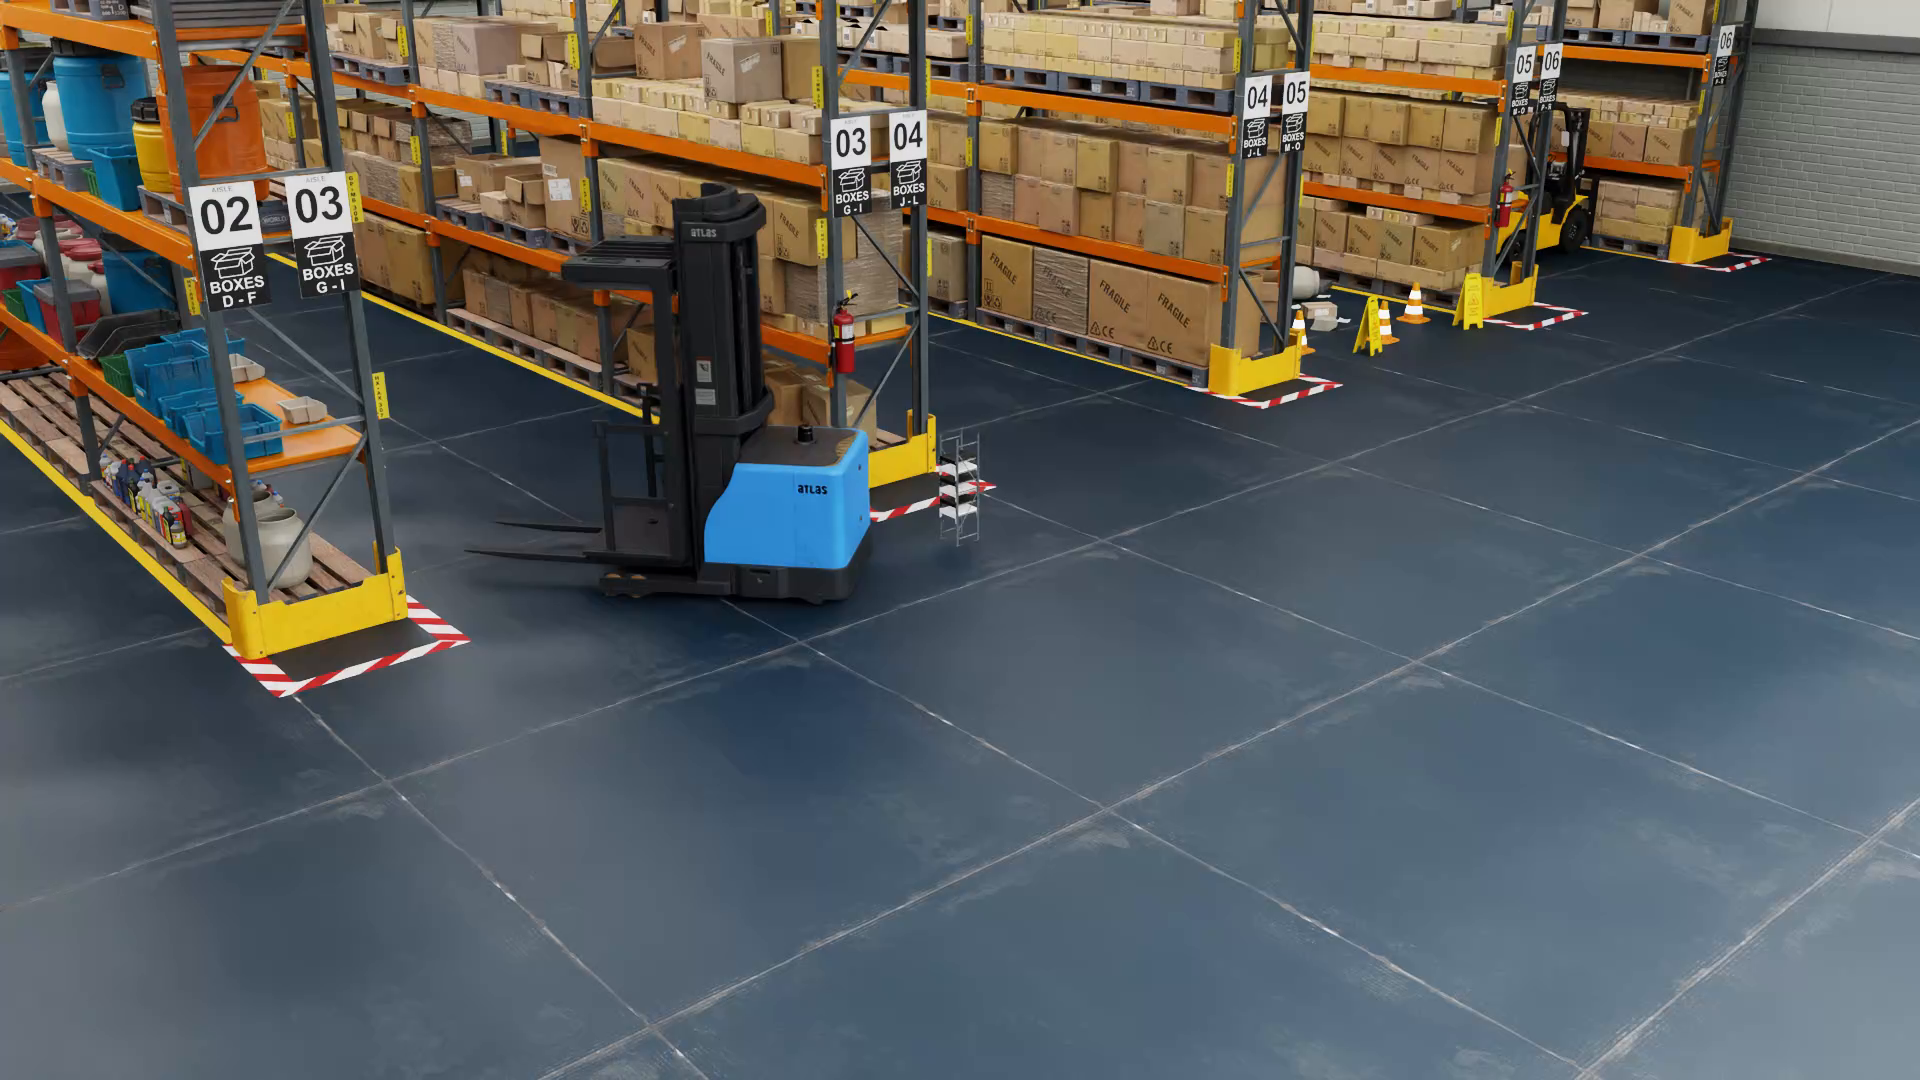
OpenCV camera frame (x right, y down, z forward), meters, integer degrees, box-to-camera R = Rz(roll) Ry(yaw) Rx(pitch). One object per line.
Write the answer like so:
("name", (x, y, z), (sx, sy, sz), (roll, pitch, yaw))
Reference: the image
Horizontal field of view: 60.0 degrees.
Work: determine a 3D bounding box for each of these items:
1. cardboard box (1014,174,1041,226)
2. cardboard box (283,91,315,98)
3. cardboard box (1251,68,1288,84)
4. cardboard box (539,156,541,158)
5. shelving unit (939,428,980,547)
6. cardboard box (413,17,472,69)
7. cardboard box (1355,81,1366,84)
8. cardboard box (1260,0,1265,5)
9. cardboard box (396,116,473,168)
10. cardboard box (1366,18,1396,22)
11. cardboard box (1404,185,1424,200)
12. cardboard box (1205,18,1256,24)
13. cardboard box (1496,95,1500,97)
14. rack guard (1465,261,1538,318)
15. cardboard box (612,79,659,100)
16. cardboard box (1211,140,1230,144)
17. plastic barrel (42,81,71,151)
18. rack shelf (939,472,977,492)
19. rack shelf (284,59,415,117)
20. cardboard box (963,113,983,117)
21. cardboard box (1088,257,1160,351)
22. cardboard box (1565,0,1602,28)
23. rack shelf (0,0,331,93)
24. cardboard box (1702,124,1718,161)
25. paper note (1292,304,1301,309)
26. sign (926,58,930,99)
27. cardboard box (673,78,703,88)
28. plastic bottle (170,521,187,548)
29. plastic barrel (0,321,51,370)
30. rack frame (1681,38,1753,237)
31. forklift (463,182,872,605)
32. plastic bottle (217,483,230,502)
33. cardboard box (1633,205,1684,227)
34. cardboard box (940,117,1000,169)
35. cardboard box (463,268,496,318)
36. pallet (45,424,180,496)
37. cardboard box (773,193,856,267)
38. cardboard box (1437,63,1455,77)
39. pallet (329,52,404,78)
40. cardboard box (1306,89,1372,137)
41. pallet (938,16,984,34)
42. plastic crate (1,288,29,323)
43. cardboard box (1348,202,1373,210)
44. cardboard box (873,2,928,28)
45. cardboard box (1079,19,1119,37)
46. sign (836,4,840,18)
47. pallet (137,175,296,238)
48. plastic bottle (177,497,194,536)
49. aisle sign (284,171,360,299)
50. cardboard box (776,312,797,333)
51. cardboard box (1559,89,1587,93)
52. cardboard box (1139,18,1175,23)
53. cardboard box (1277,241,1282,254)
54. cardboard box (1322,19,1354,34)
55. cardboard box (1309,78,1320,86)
("cardboard box", (1.140, -4.003, 19.386), (0.875, 0.550, 0.550), (-17, 27, -37))
("cardboard box", (-9.309, -6.128, 23.787), (0.500, 0.500, 0.500), (-19, 28, -39))
("cardboard box", (3.144, -4.767, 17.060), (0.380, 0.149, 0.250), (-17, 27, -37))
("cardboard box", (-7.234, -6.414, 28.264), (0.380, 0.149, 0.250), (-19, 28, -40))
("shelving unit", (-0.005, -0.421, 13.326), (0.258, 0.900, 0.210), (-17, 27, -37))
("cardboard box", (-5.809, -5.616, 18.775), (0.500, 0.500, 0.500), (-17, 27, -37))
("cardboard box", (6.727, -7.560, 27.648), (0.380, 0.149, 0.250), (-16, 27, -36))
("cardboard box", (5.287, -9.343, 28.772), (0.380, 0.149, 0.250), (-17, 27, -37))
("cardboard box", (-6.386, -4.851, 20.244), (0.797, 0.503, 0.637), (-16, 27, -36))
("cardboard box", (5.468, -6.658, 21.509), (0.380, 0.149, 0.250), (-17, 27, -37))
("cardboard box", (5.811, -4.399, 20.947), (0.380, 0.149, 0.250), (-17, 27, -37))
("cardboard box", (3.707, -7.035, 22.848), (0.500, 0.250, 0.500), (-18, 28, -38))
("cardboard box", (8.352, -6.777, 25.240), (0.380, 0.149, 0.250), (-18, 28, -38))
("rack guard", (6.759, -3.137, 20.809), (1.175, 0.500, 0.348), (-17, 27, -37))
("cardboard box", (-3.105, -4.318, 15.942), (0.380, 0.149, 0.250), (-19, 28, -40))
("cardboard box", (3.653, -5.540, 23.285), (0.380, 0.149, 0.250), (-17, 27, -37))
("plastic barrel", (-6.930, -3.326, 13.020), (0.421, 0.512, 0.421), (0, 21, 0))
("rack shelf", (-0.005, -0.474, 13.305), (0.258, 0.077, 0.200), (-17, 27, -37))
("rack shelf", (-7.226, -5.746, 20.914), (1.077, 0.370, 4.000), (-17, 27, -37))
("cardboard box", (0.398, -6.779, 26.884), (0.500, 0.250, 0.500), (-18, 28, -38))
("cardboard box", (2.056, -2.694, 18.588), (0.875, 0.875, 0.875), (-18, 28, -38))
("cardboard box", (9.148, -7.692, 24.041), (0.797, 0.503, 0.637), (-16, 27, -36))
("rack shelf", (-5.756, -3.567, 11.786), (1.077, 0.370, 4.000), (-17, 27, -37))
("cardboard box", (10.454, -5.712, 23.819), (0.500, 0.500, 0.500), (-16, 27, -36))
("paper note", (4.243, -2.950, 20.990), (0.148, 0.019, 0.142), (-8, 23, -19))
("sign", (-0.288, -3.854, 13.899), (0.100, 0.325, 0.005), (-17, 27, -37))
("cardboard box", (-2.544, -4.373, 16.083), (0.380, 0.149, 0.250), (-19, 28, -40))
("plastic bottle", (-5.982, -0.047, 12.725), (0.097, 0.201, 0.097), (0, 21, 0))
("plastic barrel", (-10.005, -2.268, 17.563), (0.600, 0.830, 0.708), (-17, 27, -37))
("rack frame", (10.567, -5.463, 23.319), (1.000, 3.000, 0.127), (-17, 27, -37))
("forklift", (-2.247, -1.122, 12.329), (3.031, 2.935, 1.130), (3, 22, 8))
("plastic bottle", (-6.064, -0.464, 13.678), (0.061, 0.283, 0.133), (-17, 27, -37))
("cardboard box", (10.012, -4.671, 23.806), (0.500, 0.250, 0.500), (-18, 28, -38))
("cardboard box", (0.185, -4.827, 20.187), (0.700, 0.500, 0.500), (-18, 28, -38))
("cardboard box", (-5.468, -2.992, 19.834), (0.700, 0.500, 0.500), (-19, 28, -40))
("pallet", (-7.604, -0.757, 15.126), (1.003, 0.211, 1.213), (-17, 27, -37))
("cardboard box", (-1.245, -2.665, 14.259), (0.500, 0.500, 0.500), (-17, 27, -37))
("cardboard box", (6.029, -5.734, 20.243), (0.380, 0.149, 0.250), (-16, 27, -36))
("pallet", (-7.113, -5.914, 20.615), (1.003, 0.211, 1.213), (-16, 26, -35))
("cardboard box", (4.945, -5.571, 21.679), (0.700, 0.500, 0.500), (-18, 28, -39))
("pallet", (0.394, -8.273, 26.639), (1.003, 0.211, 1.213), (-16, 26, -35))
("plastic crate", (-8.412, -2.162, 15.183), (0.450, 0.188, 0.662), (-17, 27, -37))
("cardboard box", (5.455, -4.269, 22.438), (0.500, 0.500, 0.500), (-16, 26, -35))
("cardboard box", (-0.750, -6.556, 21.146), (0.500, 0.500, 0.500), (-17, 27, -37))
("cardboard box", (1.487, -5.470, 17.763), (0.380, 0.149, 0.250), (-18, 27, -38))
("sign", (-1.671, -7.088, 22.538), (0.100, 0.325, 0.005), (-17, 27, -37))
("pallet", (-4.917, -2.303, 11.396), (1.003, 0.211, 1.213), (-17, 27, -37))
("plastic bottle", (-6.045, -0.187, 12.969), (0.061, 0.283, 0.133), (-17, 27, -37))
("aisle sign", (-4.182, -2.002, 10.919), (0.394, 0.787, 0.004), (-17, 27, -37))
("cardboard box", (-1.406, -1.960, 14.719), (0.380, 0.149, 0.250), (-17, 27, -37))
("cardboard box", (9.205, -6.677, 24.985), (0.380, 0.149, 0.250), (-18, 28, -38))
("cardboard box", (2.152, -5.557, 17.984), (0.380, 0.149, 0.250), (-17, 27, -37))
("cardboard box", (4.379, -4.073, 22.965), (0.500, 0.250, 0.500), (-19, 28, -40))
("cardboard box", (4.865, -6.596, 21.350), (0.380, 0.149, 0.250), (-19, 28, -39))
("cardboard box", (5.872, -7.656, 27.892), (0.380, 0.149, 0.250), (-17, 27, -37))
